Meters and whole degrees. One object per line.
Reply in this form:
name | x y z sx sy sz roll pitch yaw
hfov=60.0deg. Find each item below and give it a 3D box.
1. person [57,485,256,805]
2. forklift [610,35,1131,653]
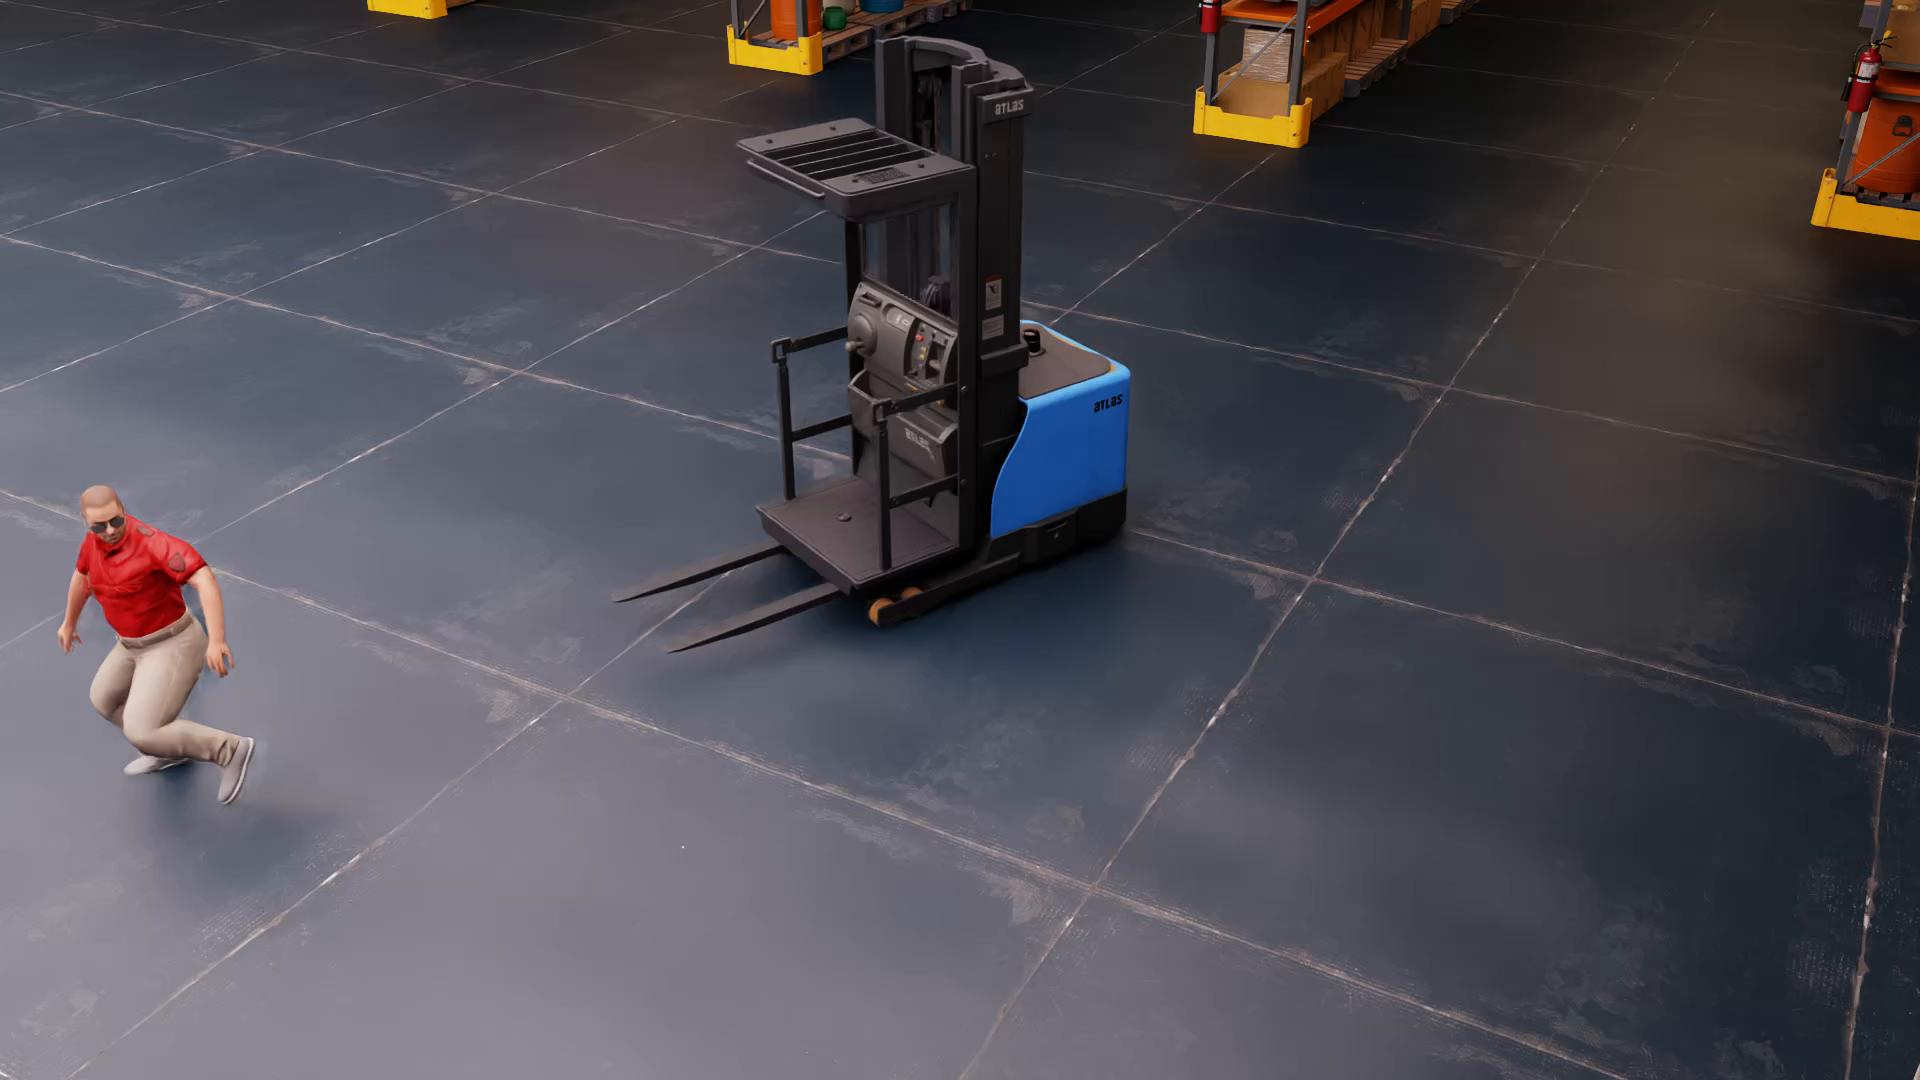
person | -3.721 0.478 7.603 0.949 1.616 0.529 24 38 35
forklift | -0.487 -1.082 8.945 3.031 2.935 1.130 -20 36 -31
